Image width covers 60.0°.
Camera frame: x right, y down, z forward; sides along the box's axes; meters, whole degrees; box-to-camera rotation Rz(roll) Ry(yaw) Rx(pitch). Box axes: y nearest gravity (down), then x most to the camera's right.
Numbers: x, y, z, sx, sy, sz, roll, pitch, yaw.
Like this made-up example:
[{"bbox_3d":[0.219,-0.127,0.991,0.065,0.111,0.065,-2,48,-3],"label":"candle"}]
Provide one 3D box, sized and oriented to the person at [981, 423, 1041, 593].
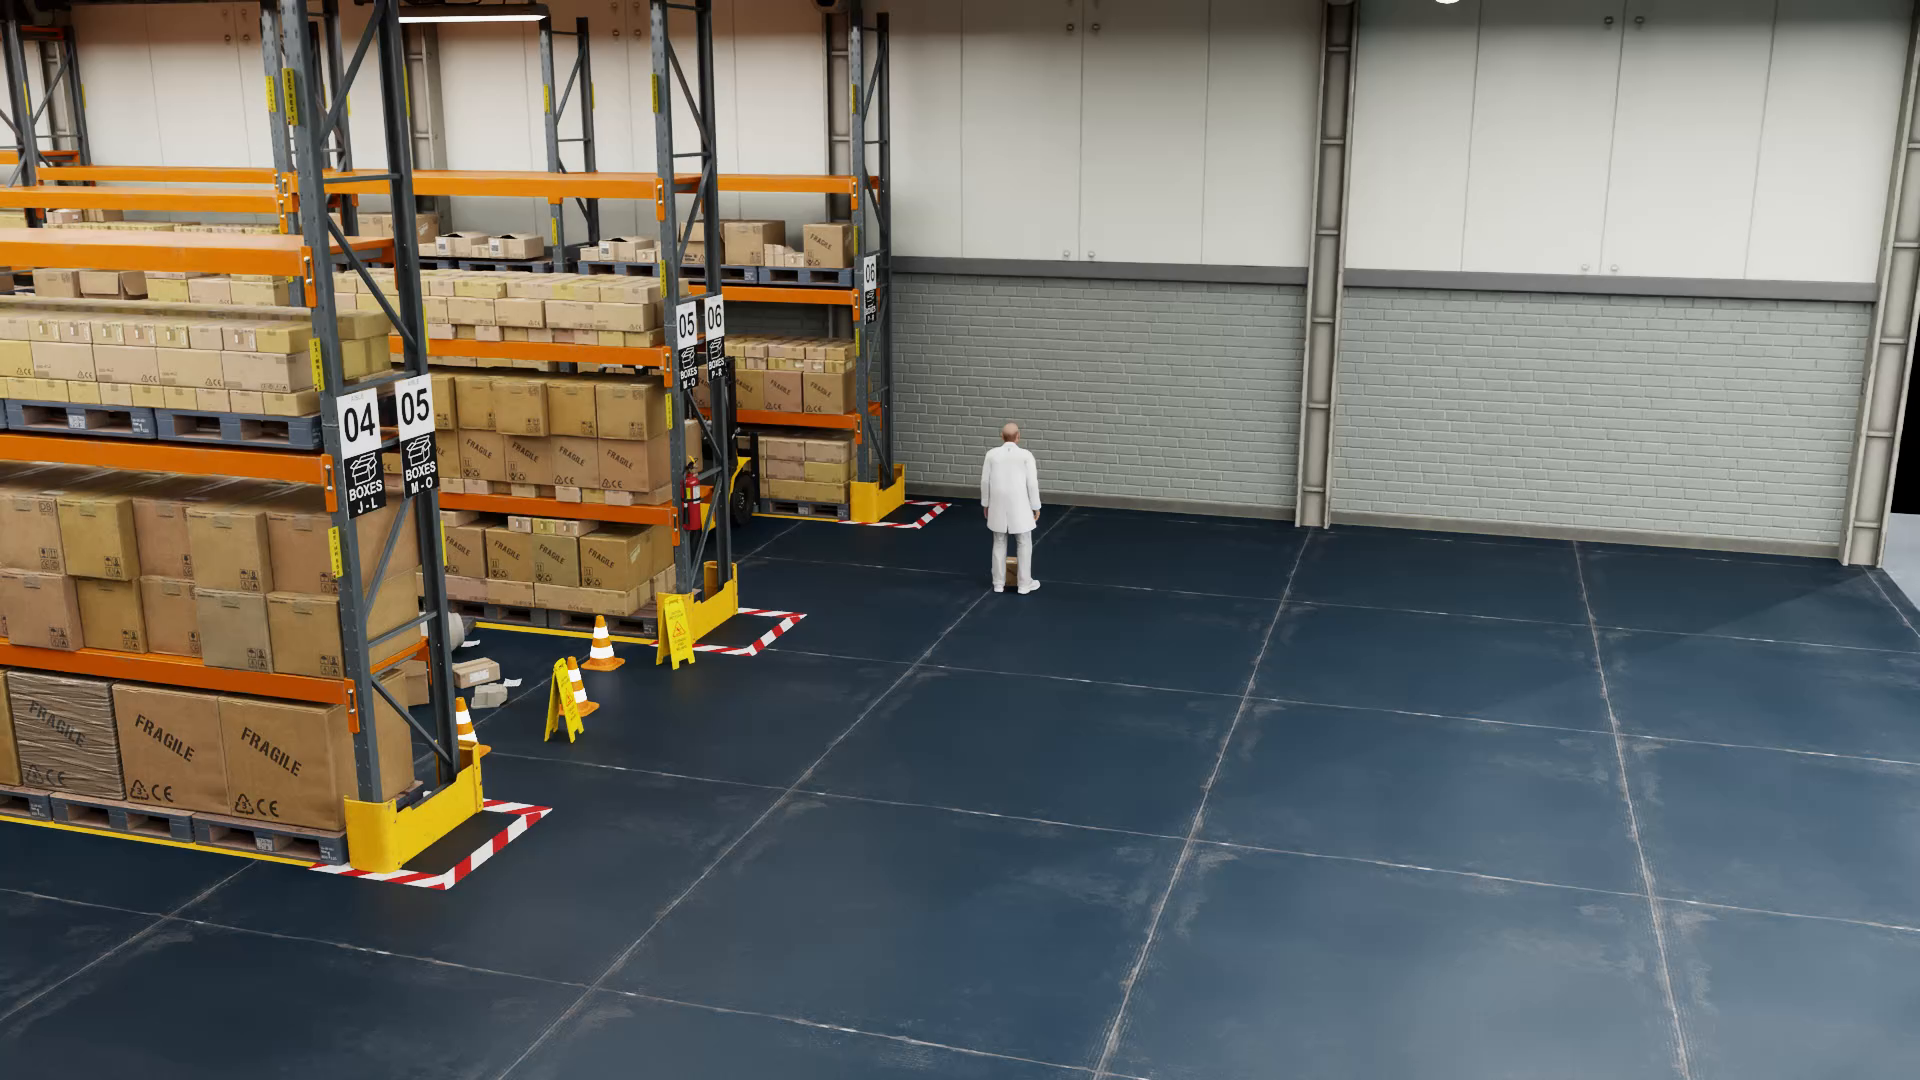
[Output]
[{"bbox_3d":[0.530,-0.337,17.319,0.642,1.775,0.422,4,15,16],"label":"person"}]
